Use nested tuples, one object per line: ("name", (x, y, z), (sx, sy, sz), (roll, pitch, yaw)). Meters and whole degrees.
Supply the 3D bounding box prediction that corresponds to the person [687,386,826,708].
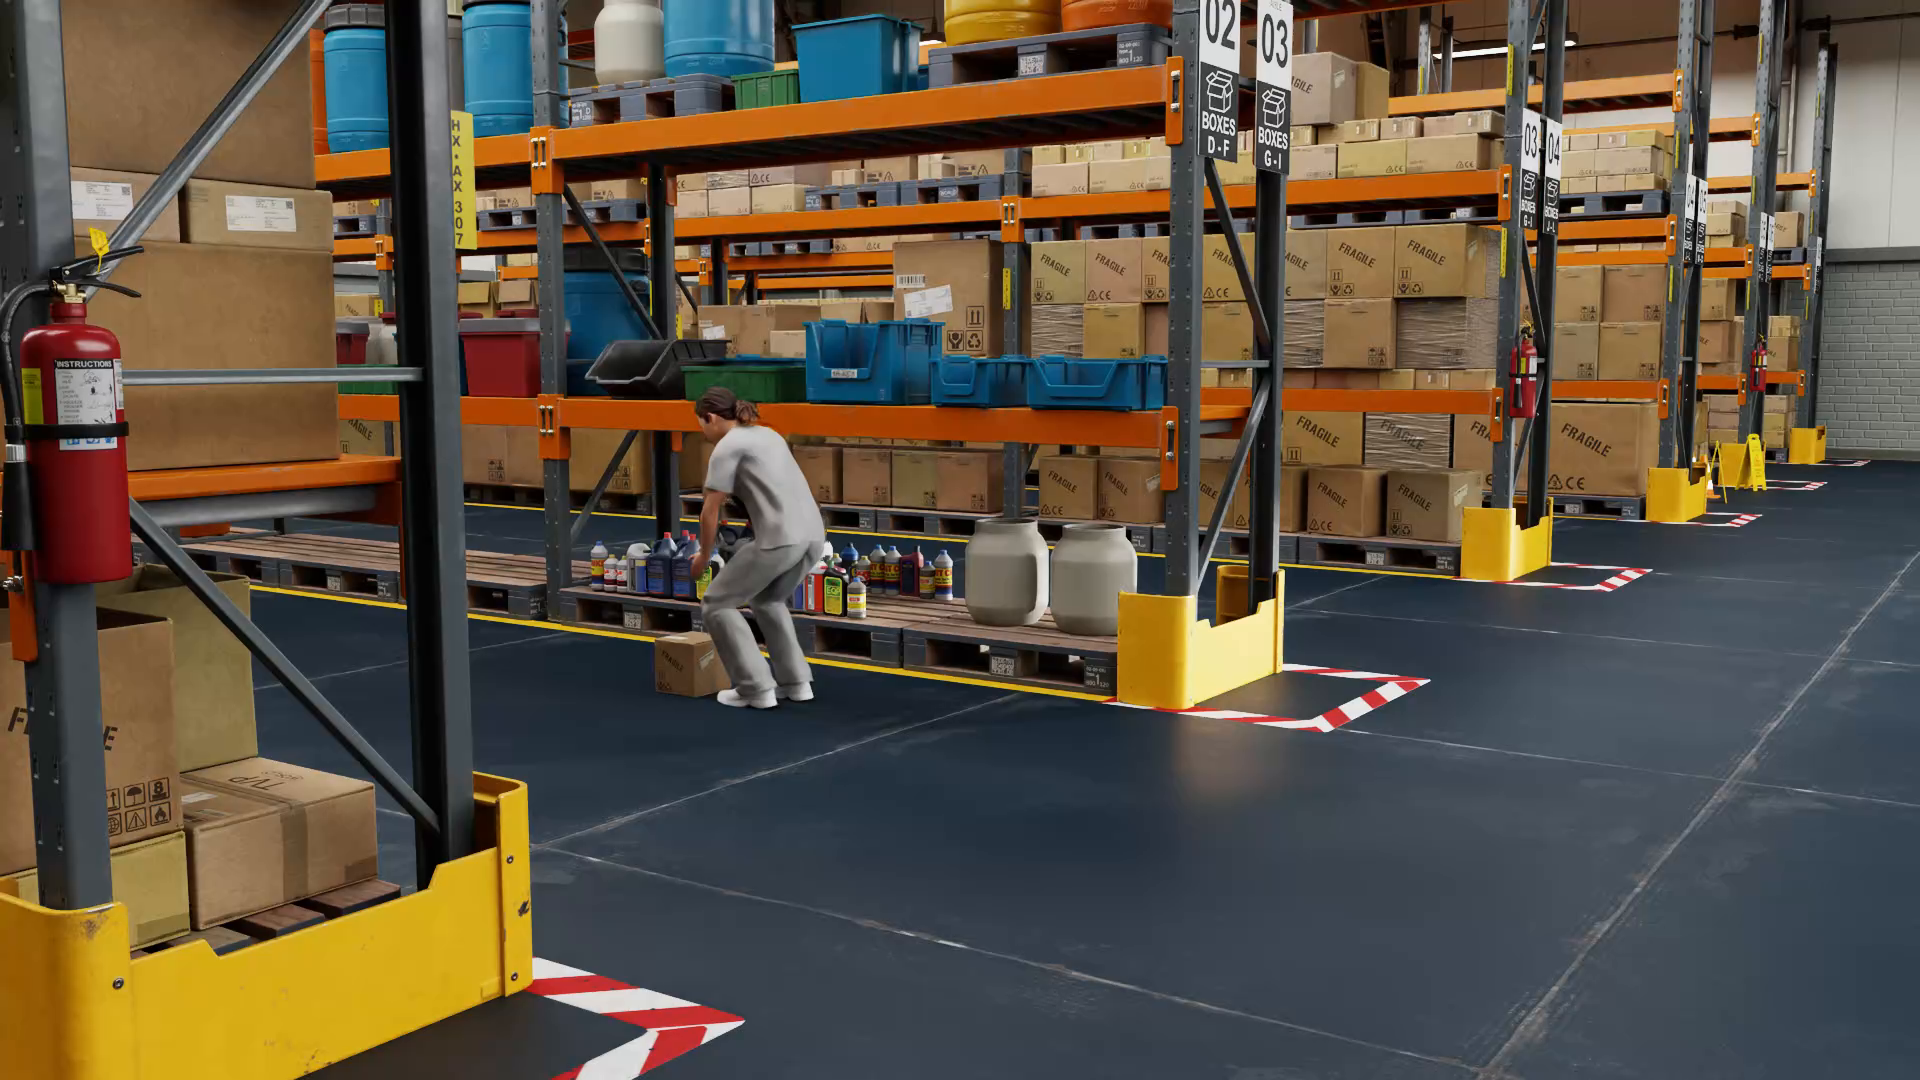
("person", (-0.917, 0.030, 7.396), (0.616, 1.418, 0.490), (4, 8, 34))
